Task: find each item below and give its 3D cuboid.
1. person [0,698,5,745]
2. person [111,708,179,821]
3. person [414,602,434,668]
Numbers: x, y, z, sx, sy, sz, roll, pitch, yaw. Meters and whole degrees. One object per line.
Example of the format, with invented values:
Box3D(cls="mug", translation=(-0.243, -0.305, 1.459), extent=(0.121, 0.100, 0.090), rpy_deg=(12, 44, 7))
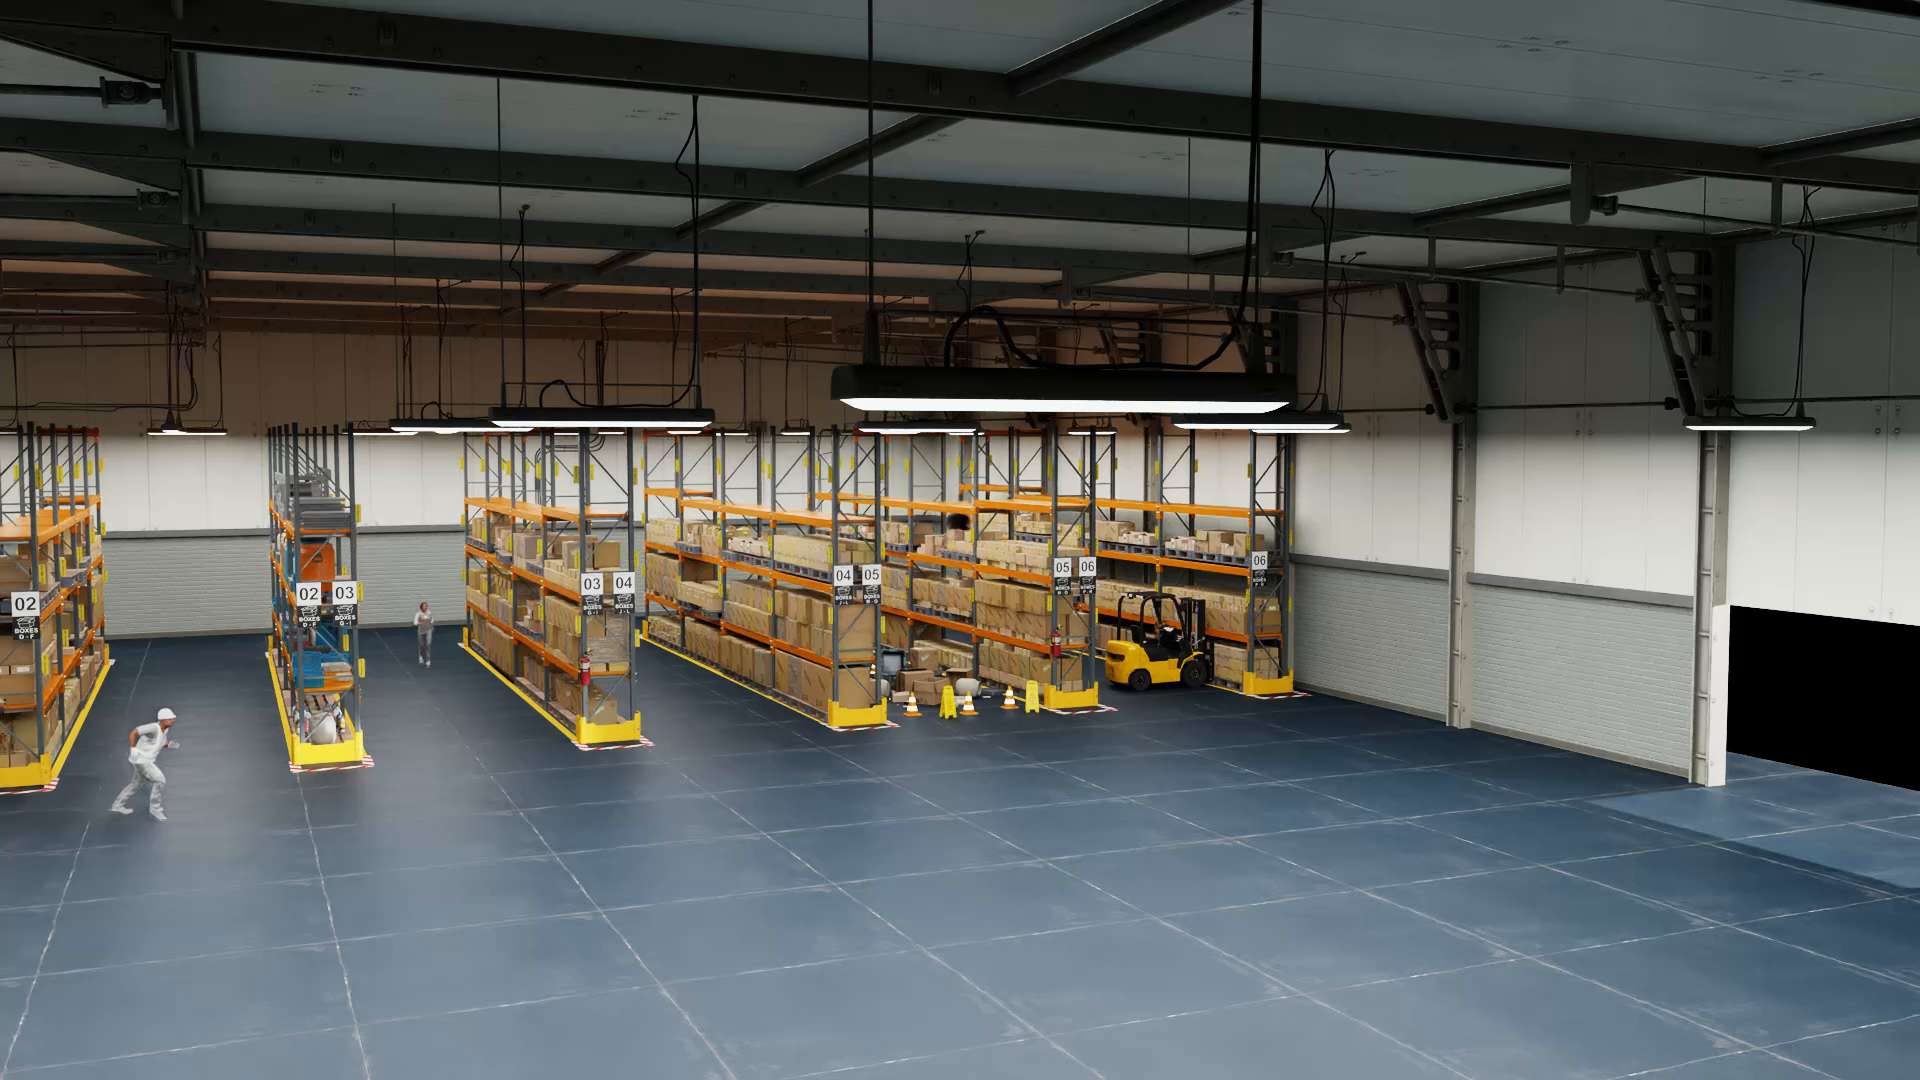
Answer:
Box3D(cls="person", translation=(-15.486, 3.294, 26.239), extent=(0.865, 1.696, 0.703), rpy_deg=(0, 3, 1))
Box3D(cls="person", translation=(-12.252, 3.388, 24.926), extent=(1.013, 1.726, 0.736), rpy_deg=(0, 3, -2))
Box3D(cls="person", translation=(-13.459, 2.354, 41.758), extent=(0.502, 1.626, 0.824), rpy_deg=(-2, 4, -25))
